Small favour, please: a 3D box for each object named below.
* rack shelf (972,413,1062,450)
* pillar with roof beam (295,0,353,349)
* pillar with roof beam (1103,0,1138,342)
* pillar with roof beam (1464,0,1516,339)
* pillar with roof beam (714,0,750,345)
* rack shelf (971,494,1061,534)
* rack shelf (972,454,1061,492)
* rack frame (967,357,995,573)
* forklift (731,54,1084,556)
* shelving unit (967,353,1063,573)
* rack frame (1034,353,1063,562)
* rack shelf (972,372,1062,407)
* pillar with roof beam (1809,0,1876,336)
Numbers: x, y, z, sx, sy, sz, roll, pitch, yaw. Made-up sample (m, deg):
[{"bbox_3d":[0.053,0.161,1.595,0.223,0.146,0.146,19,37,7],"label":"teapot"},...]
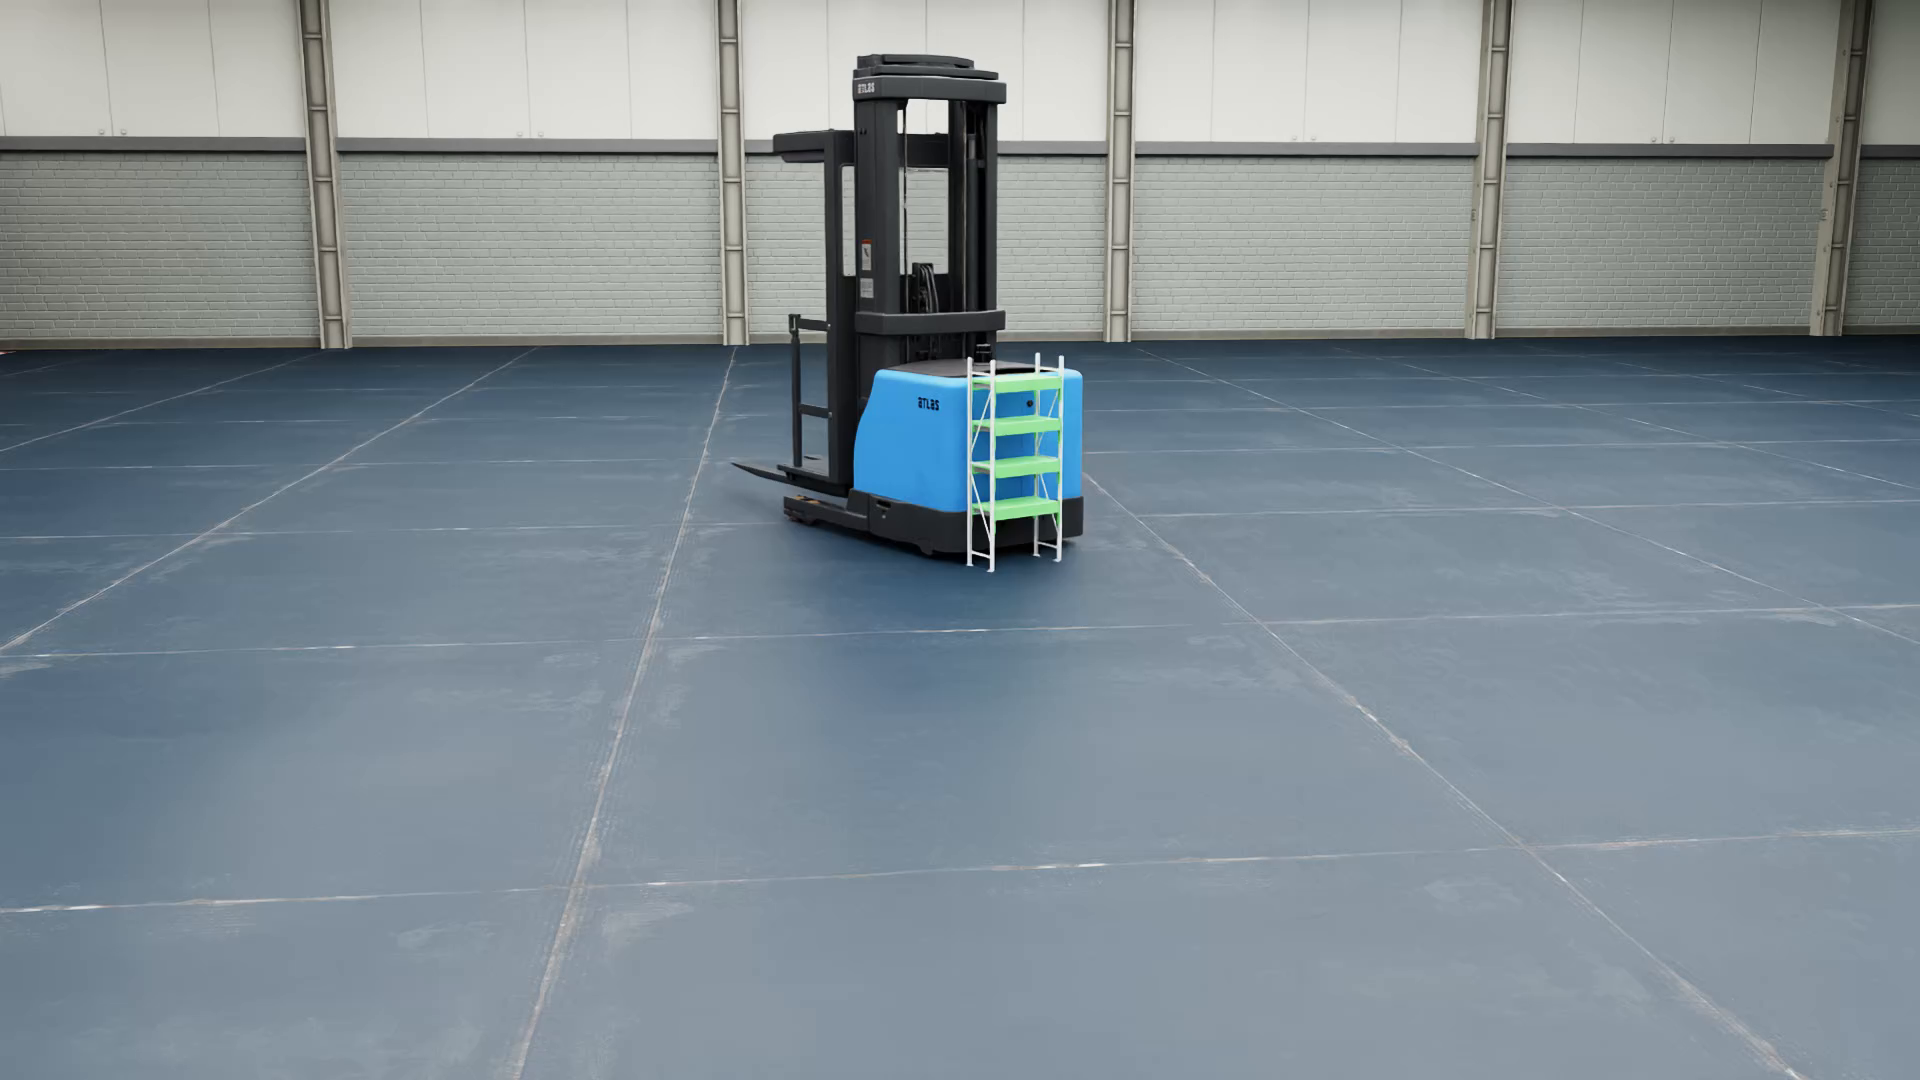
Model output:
[{"bbox_3d":[0.316,-0.624,9.517,0.480,0.148,0.258,-8,14,-35],"label":"rack shelf"},{"bbox_3d":[-8.970,-6.503,20.117,0.400,9.000,9.100,-1,11,-6],"label":"pillar with roof beam"},{"bbox_3d":[2.960,-6.753,21.389,0.400,9.000,9.100,-1,11,-6],"label":"pillar with roof beam"},{"bbox_3d":[8.925,-6.878,22.024,0.400,9.000,9.100,-1,11,-6],"label":"pillar with roof beam"},{"bbox_3d":[-3.005,-6.628,20.753,0.400,9.000,9.100,-1,11,-6],"label":"pillar with roof beam"},{"bbox_3d":[0.316,-0.153,9.609,0.480,0.148,0.258,-8,14,-35],"label":"rack shelf"},{"bbox_3d":[0.316,-0.388,9.563,0.480,0.148,0.258,-8,14,-35],"label":"rack shelf"},{"bbox_3d":[0.118,-0.423,9.412,0.015,1.200,0.240,-8,14,-35],"label":"rack frame"},{"bbox_3d":[-0.511,-1.580,10.809,1.130,2.935,3.031,-8,14,-35],"label":"forklift"},{"bbox_3d":[0.316,-0.451,9.551,0.503,1.200,0.258,-8,14,-35],"label":"shelving unit"},{"bbox_3d":[0.515,-0.478,9.690,0.015,1.200,0.240,-8,14,-35],"label":"rack frame"},{"bbox_3d":[0.316,-0.859,9.471,0.480,0.148,0.258,-8,14,-35],"label":"rack shelf"},{"bbox_3d":[14.890,-7.003,22.660,0.400,9.000,9.100,-1,11,-6],"label":"pillar with roof beam"}]
